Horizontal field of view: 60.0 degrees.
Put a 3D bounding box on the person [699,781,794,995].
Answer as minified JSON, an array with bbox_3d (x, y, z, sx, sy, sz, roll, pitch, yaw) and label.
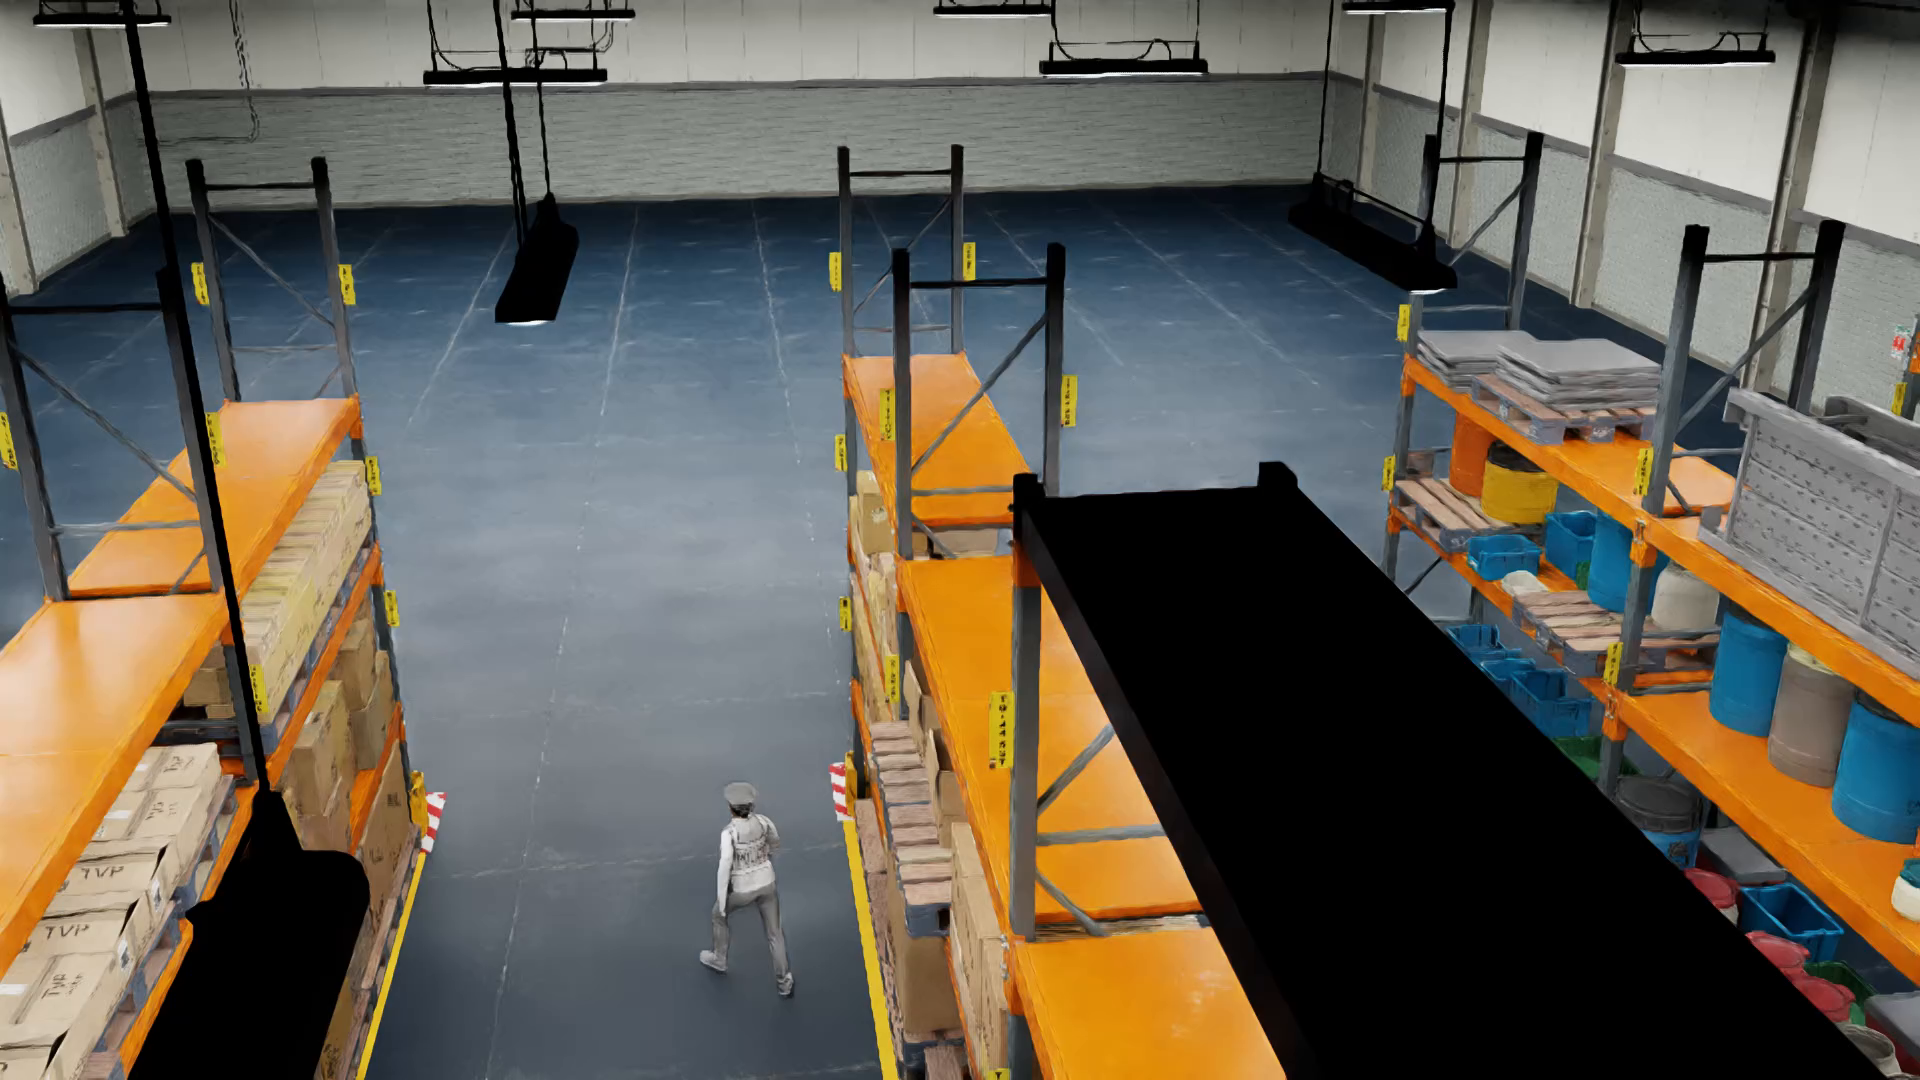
[{"bbox_3d":[-1.620,2.657,12.729,0.638,1.611,0.774,-11,24,-26],"label":"person"}]
